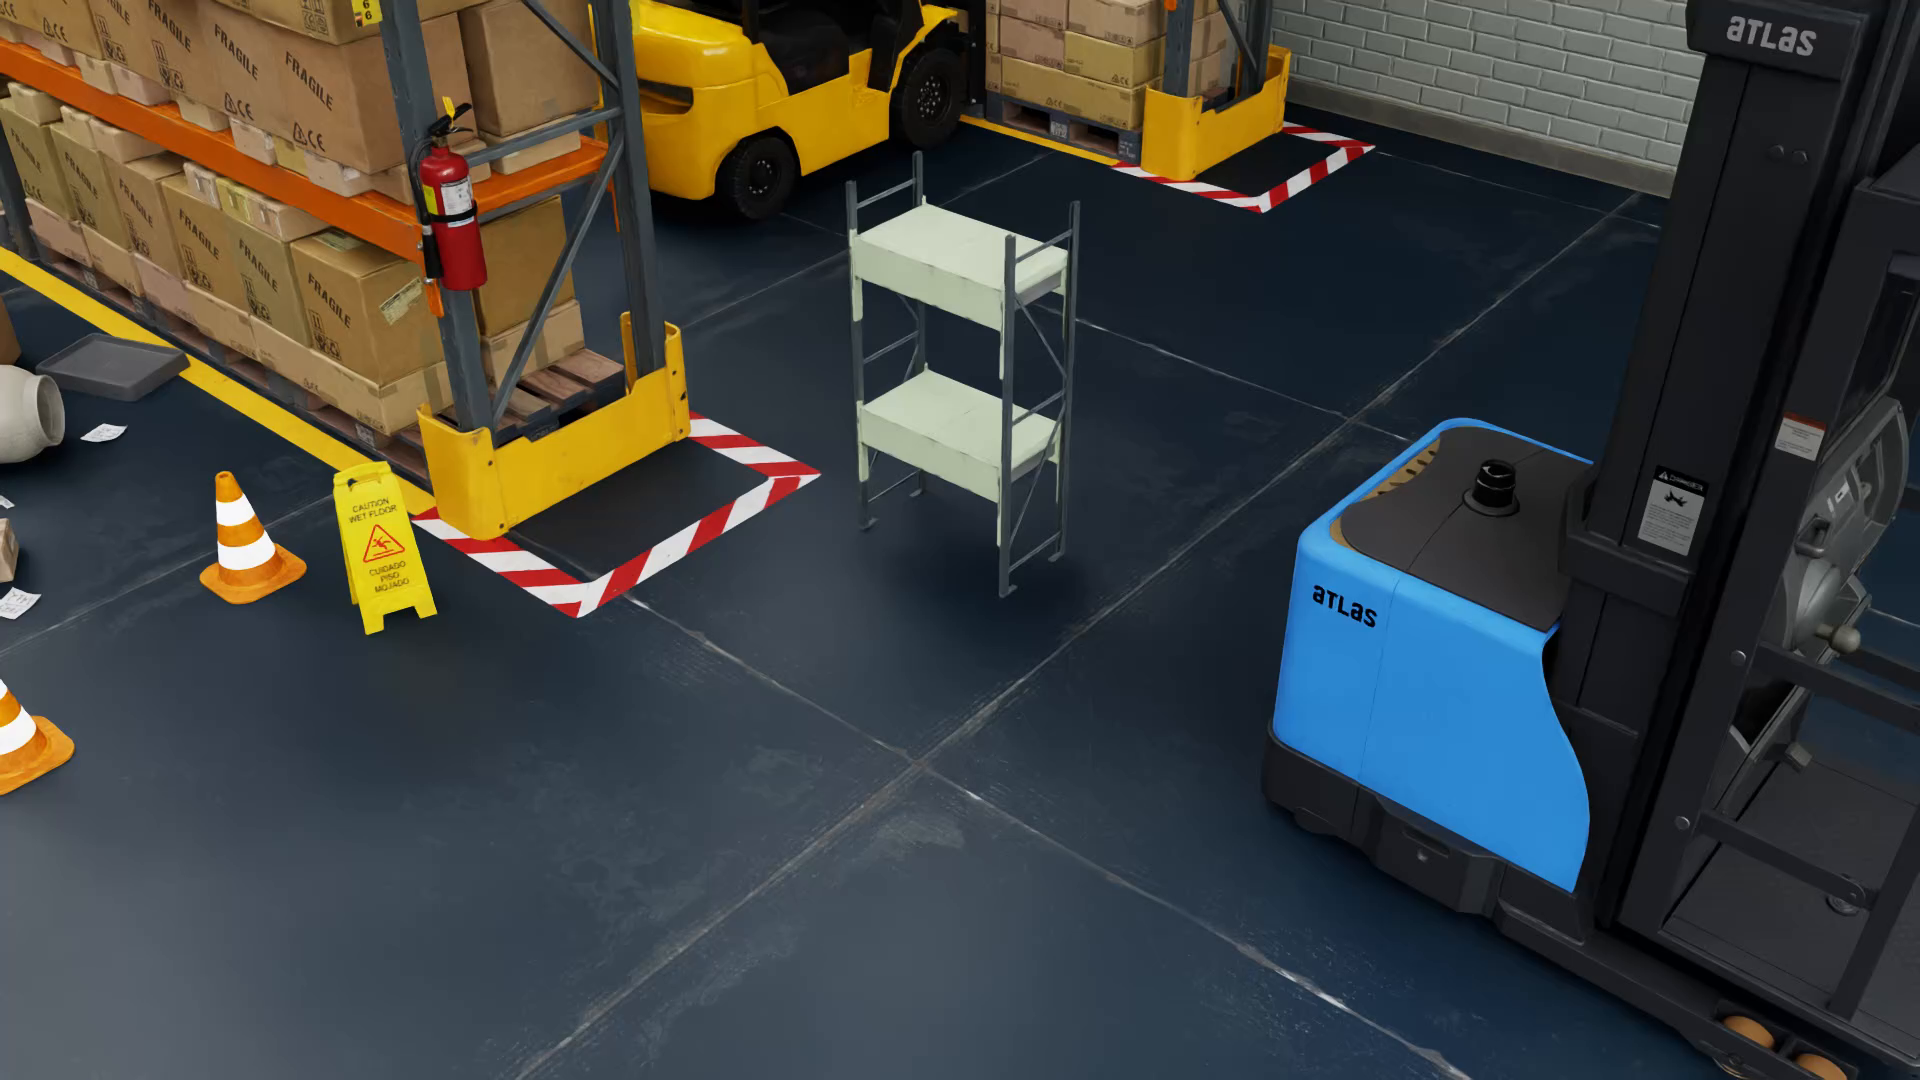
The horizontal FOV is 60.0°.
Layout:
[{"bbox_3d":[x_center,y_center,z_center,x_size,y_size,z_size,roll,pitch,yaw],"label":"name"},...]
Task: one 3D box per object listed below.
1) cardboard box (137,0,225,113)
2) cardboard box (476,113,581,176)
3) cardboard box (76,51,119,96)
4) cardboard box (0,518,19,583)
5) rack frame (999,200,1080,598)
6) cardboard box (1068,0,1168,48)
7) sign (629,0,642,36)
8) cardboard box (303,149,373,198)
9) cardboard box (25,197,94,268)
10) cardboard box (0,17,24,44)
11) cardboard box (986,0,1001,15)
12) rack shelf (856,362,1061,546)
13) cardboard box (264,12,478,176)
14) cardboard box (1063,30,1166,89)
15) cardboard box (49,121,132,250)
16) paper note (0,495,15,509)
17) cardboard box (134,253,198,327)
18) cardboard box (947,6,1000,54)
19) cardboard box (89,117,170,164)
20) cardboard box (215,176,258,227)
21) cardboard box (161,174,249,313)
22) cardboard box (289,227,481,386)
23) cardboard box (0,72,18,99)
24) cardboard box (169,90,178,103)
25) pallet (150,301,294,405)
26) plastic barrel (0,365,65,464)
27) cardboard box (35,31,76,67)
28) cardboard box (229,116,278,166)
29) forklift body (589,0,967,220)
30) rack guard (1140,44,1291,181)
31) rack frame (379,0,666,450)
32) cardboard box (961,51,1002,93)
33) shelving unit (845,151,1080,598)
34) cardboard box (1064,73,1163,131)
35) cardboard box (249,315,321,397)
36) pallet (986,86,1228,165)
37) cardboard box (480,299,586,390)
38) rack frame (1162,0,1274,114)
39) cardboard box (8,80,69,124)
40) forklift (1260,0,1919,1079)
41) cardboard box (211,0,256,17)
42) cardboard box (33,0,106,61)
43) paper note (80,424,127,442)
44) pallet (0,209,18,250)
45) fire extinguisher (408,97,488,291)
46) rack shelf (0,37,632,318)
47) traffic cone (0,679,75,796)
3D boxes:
[{"bbox_3d":[-2.984,-2.114,6.828,0.500,0.500,0.500,25,42,32],"label":"cardboard box"},{"bbox_3d":[-1.756,-1.617,6.677,0.250,0.149,0.380,25,42,32],"label":"cardboard box"},{"bbox_3d":[-3.687,-2.132,7.426,0.250,0.149,0.380,25,42,32],"label":"cardboard box"},{"bbox_3d":[-3.926,0.072,6.514,0.380,0.149,0.250,-12,36,-17],"label":"cardboard box"},{"bbox_3d":[0.286,-0.483,6.129,0.023,1.500,0.400,25,42,32],"label":"rack frame"},{"bbox_3d":[0.993,-3.151,9.864,0.500,0.250,0.500,27,43,33],"label":"cardboard box"},{"bbox_3d":[-1.280,-2.100,6.394,0.005,0.325,0.100,25,42,32],"label":"sign"},{"bbox_3d":[-2.317,-1.490,6.491,0.250,0.149,0.380,25,42,31],"label":"cardboard box"},{"bbox_3d":[-4.420,-1.665,8.582,0.500,0.250,0.500,23,41,30],"label":"cardboard box"},{"bbox_3d":[-4.437,-2.530,8.006,0.250,0.149,0.380,27,43,33],"label":"cardboard box"},{"bbox_3d":[0.202,-3.512,10.389,0.500,0.250,0.500,26,42,32],"label":"cardboard box"},{"bbox_3d":[0.005,-0.347,6.506,0.720,0.370,0.431,25,42,32],"label":"rack shelf"},{"bbox_3d":[-2.220,-1.748,6.294,0.500,0.500,0.500,24,41,31],"label":"cardboard box"},{"bbox_3d":[0.972,-2.954,10.018,0.500,0.250,0.500,25,41,31],"label":"cardboard box"},{"bbox_3d":[-4.001,-1.785,8.095,0.500,0.500,0.500,27,43,34],"label":"cardboard box"},{"bbox_3d":[-4.008,-0.160,6.974,0.123,0.001,0.032,25,42,32],"label":"paper note"},{"bbox_3d":[-3.593,-1.285,8.030,0.500,0.250,0.500,25,41,31],"label":"cardboard box"},{"bbox_3d":[0.183,-3.318,10.549,0.500,0.250,0.500,24,41,31],"label":"cardboard box"},{"bbox_3d":[-3.758,-1.888,7.672,0.250,0.149,0.380,28,43,34],"label":"cardboard box"},{"bbox_3d":[-2.926,-1.496,7.102,0.250,0.149,0.380,26,42,33],"label":"cardboard box"},{"bbox_3d":[-3.196,-1.406,7.544,0.500,0.500,0.500,24,41,31],"label":"cardboard box"},{"bbox_3d":[-2.409,-1.033,7.000,0.500,0.500,0.500,26,42,32],"label":"cardboard box"},{"bbox_3d":[-5.660,-2.494,9.682,0.625,0.372,0.950,28,43,34],"label":"cardboard box"},{"bbox_3d":[-3.213,-2.008,7.247,0.250,0.149,0.380,25,42,32],"label":"cardboard box"},{"bbox_3d":[-3.220,-1.137,8.219,1.213,0.211,1.003,25,42,32],"label":"pallet"},{"bbox_3d":[-4.183,-0.535,7.155,0.512,0.421,0.421,-6,35,-8],"label":"plastic barrel"},{"bbox_3d":[-4.045,-2.342,7.733,0.250,0.149,0.380,27,43,33],"label":"cardboard box"},{"bbox_3d":[-2.717,-1.672,6.757,0.250,0.149,0.380,26,42,33],"label":"cardboard box"},{"bbox_3d":[-1.078,-3.212,9.526,1.214,2.155,2.313,25,42,32],"label":"forklift body"},{"bbox_3d":[1.565,-2.629,10.137,0.348,0.500,1.175,25,42,32],"label":"rack guard"},{"bbox_3d":[-1.627,-1.507,6.295,0.127,3.000,1.000,25,42,32],"label":"rack frame"},{"bbox_3d":[0.228,-3.110,10.687,0.500,0.250,0.500,26,42,32],"label":"cardboard box"},{"bbox_3d":[0.005,-0.616,6.322,0.755,1.500,0.431,25,42,32],"label":"shelving unit"},{"bbox_3d":[0.983,-2.741,10.149,0.500,0.250,0.500,26,42,32],"label":"cardboard box"},{"bbox_3d":[-2.813,-0.914,7.489,0.500,0.250,0.500,25,42,32],"label":"cardboard box"},{"bbox_3d":[0.932,-2.778,10.608,1.213,0.211,1.003,25,42,32],"label":"pallet"},{"bbox_3d":[-2.070,-0.960,7.555,0.500,0.250,0.500,25,42,31],"label":"cardboard box"},{"bbox_3d":[1.546,-3.668,9.442,0.127,3.000,1.000,25,42,32],"label":"rack frame"},{"bbox_3d":[-4.363,-2.170,8.082,0.250,0.149,0.380,26,42,32],"label":"cardboard box"},{"bbox_3d":[2.420,0.009,4.148,3.031,2.935,1.130,27,43,33],"label":"forklift"},{"bbox_3d":[-2.543,-2.360,6.302,0.500,0.500,0.700,26,42,32],"label":"cardboard box"},{"bbox_3d":[-3.763,-2.480,7.361,0.500,0.500,0.500,25,42,31],"label":"cardboard box"},{"bbox_3d":[-3.821,-0.482,7.425,0.148,0.019,0.142,12,36,16],"label":"paper note"},{"bbox_3d":[-5.300,-2.088,9.604,1.213,0.211,1.003,25,42,32],"label":"pallet"},{"bbox_3d":[-1.834,-1.234,5.965,0.183,0.674,0.296,25,42,32],"label":"fire extinguisher"},{"bbox_3d":[-3.164,-1.935,7.554,4.000,0.370,1.077,25,42,32],"label":"rack shelf"},{"bbox_3d":[-3.232,0.550,5.540,0.334,0.463,0.336,25,42,32],"label":"traffic cone"}]
